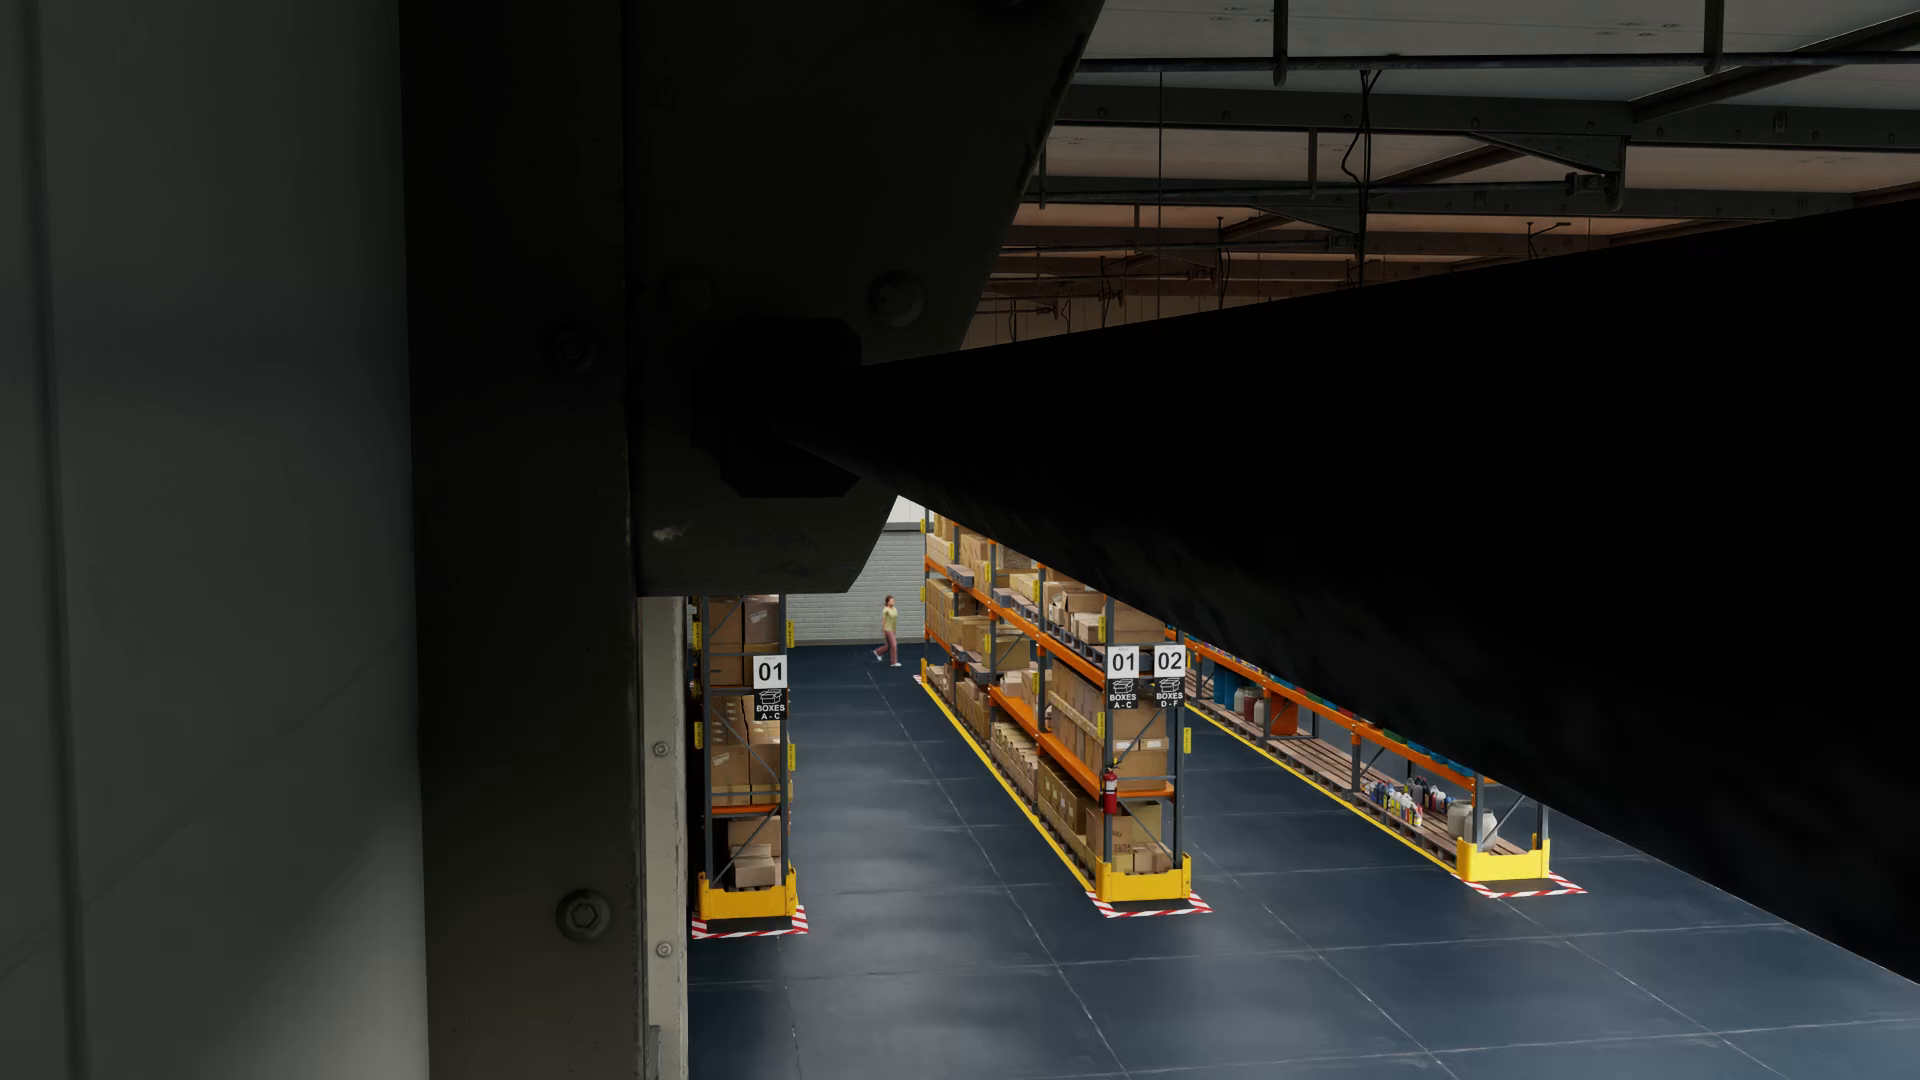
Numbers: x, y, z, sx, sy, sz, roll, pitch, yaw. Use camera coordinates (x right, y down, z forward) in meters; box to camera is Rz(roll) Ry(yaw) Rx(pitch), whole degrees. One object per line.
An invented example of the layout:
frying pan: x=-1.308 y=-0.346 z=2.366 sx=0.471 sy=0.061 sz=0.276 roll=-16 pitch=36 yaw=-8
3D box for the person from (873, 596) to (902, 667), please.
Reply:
person: x=-1.673 y=2.104 z=38.689 sx=0.853 sy=1.637 sz=0.449 roll=3 pitch=6 yaw=30
